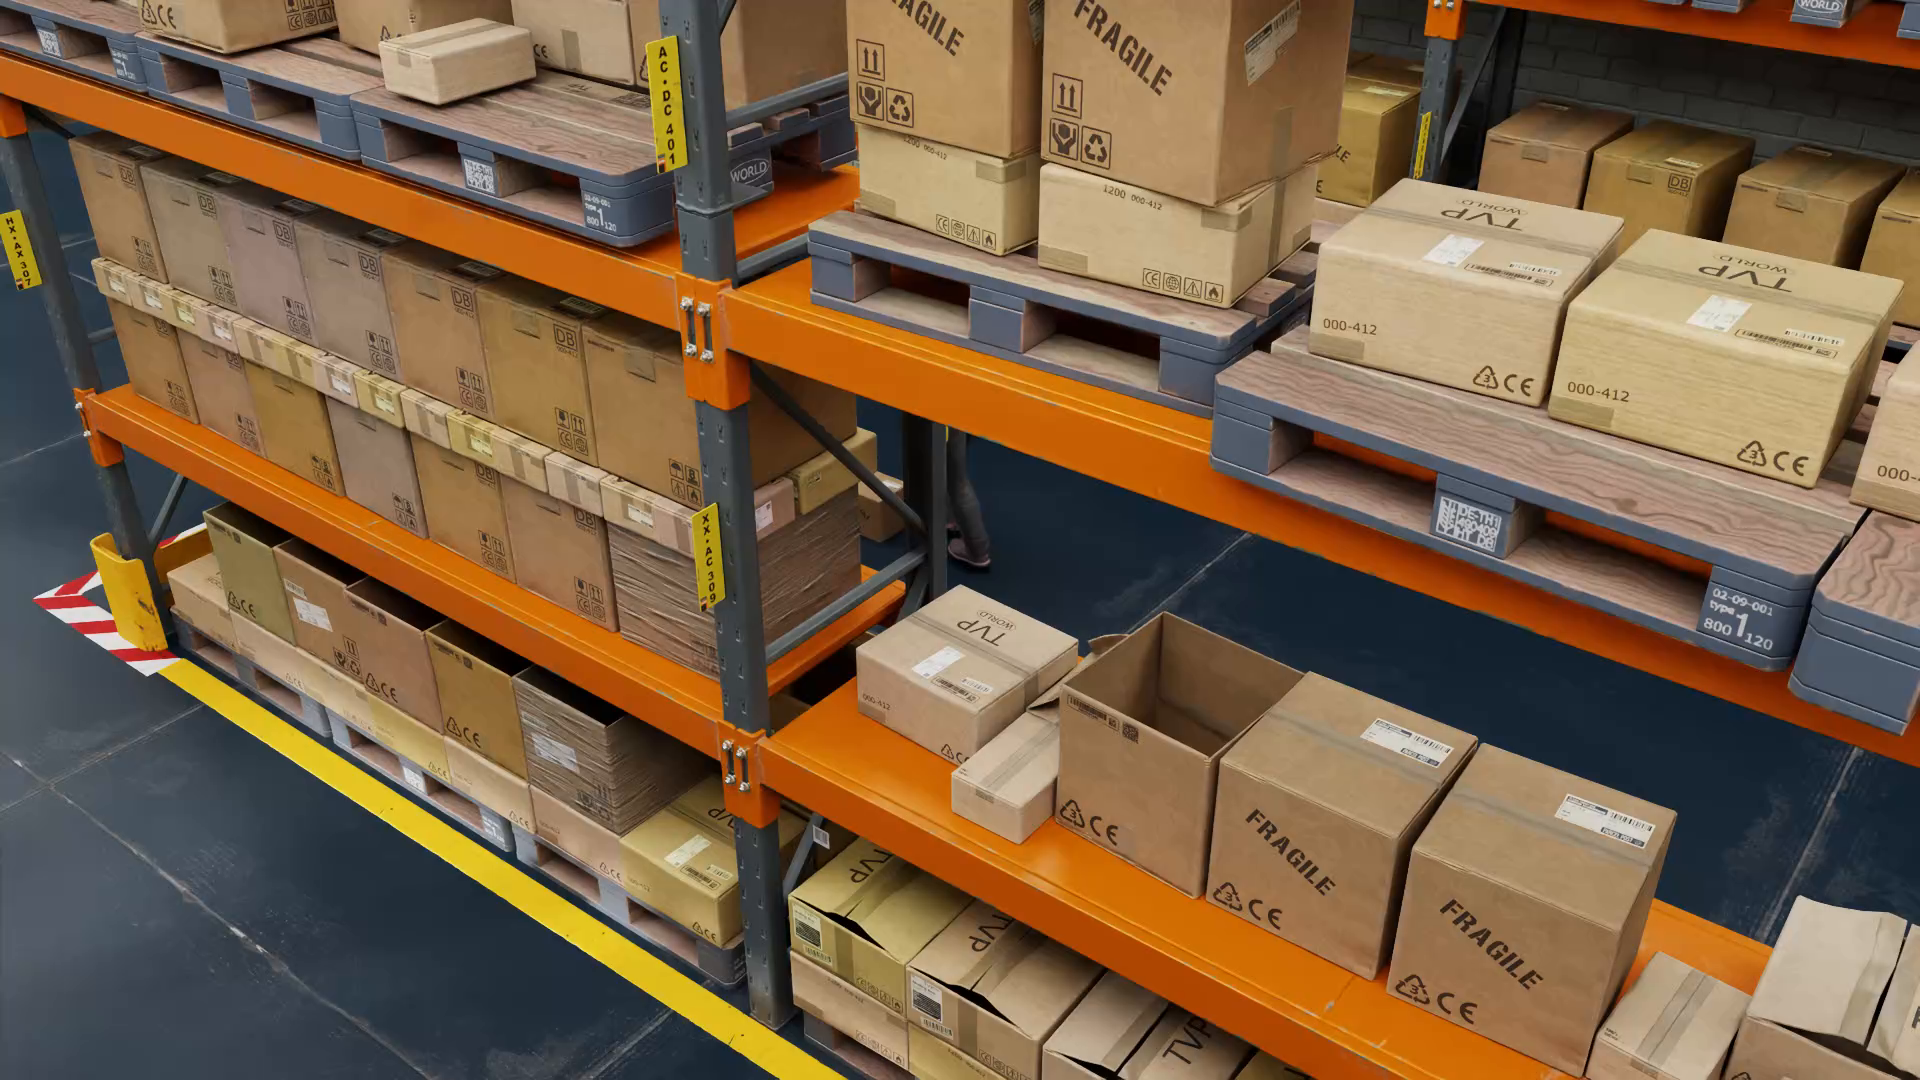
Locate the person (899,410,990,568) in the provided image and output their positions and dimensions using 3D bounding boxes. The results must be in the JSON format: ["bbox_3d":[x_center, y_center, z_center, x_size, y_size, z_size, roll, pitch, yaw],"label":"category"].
[{"bbox_3d":[-0.099,-0.659,8.228,0.492,1.670,0.665,-25,39,-35],"label":"person"}]
